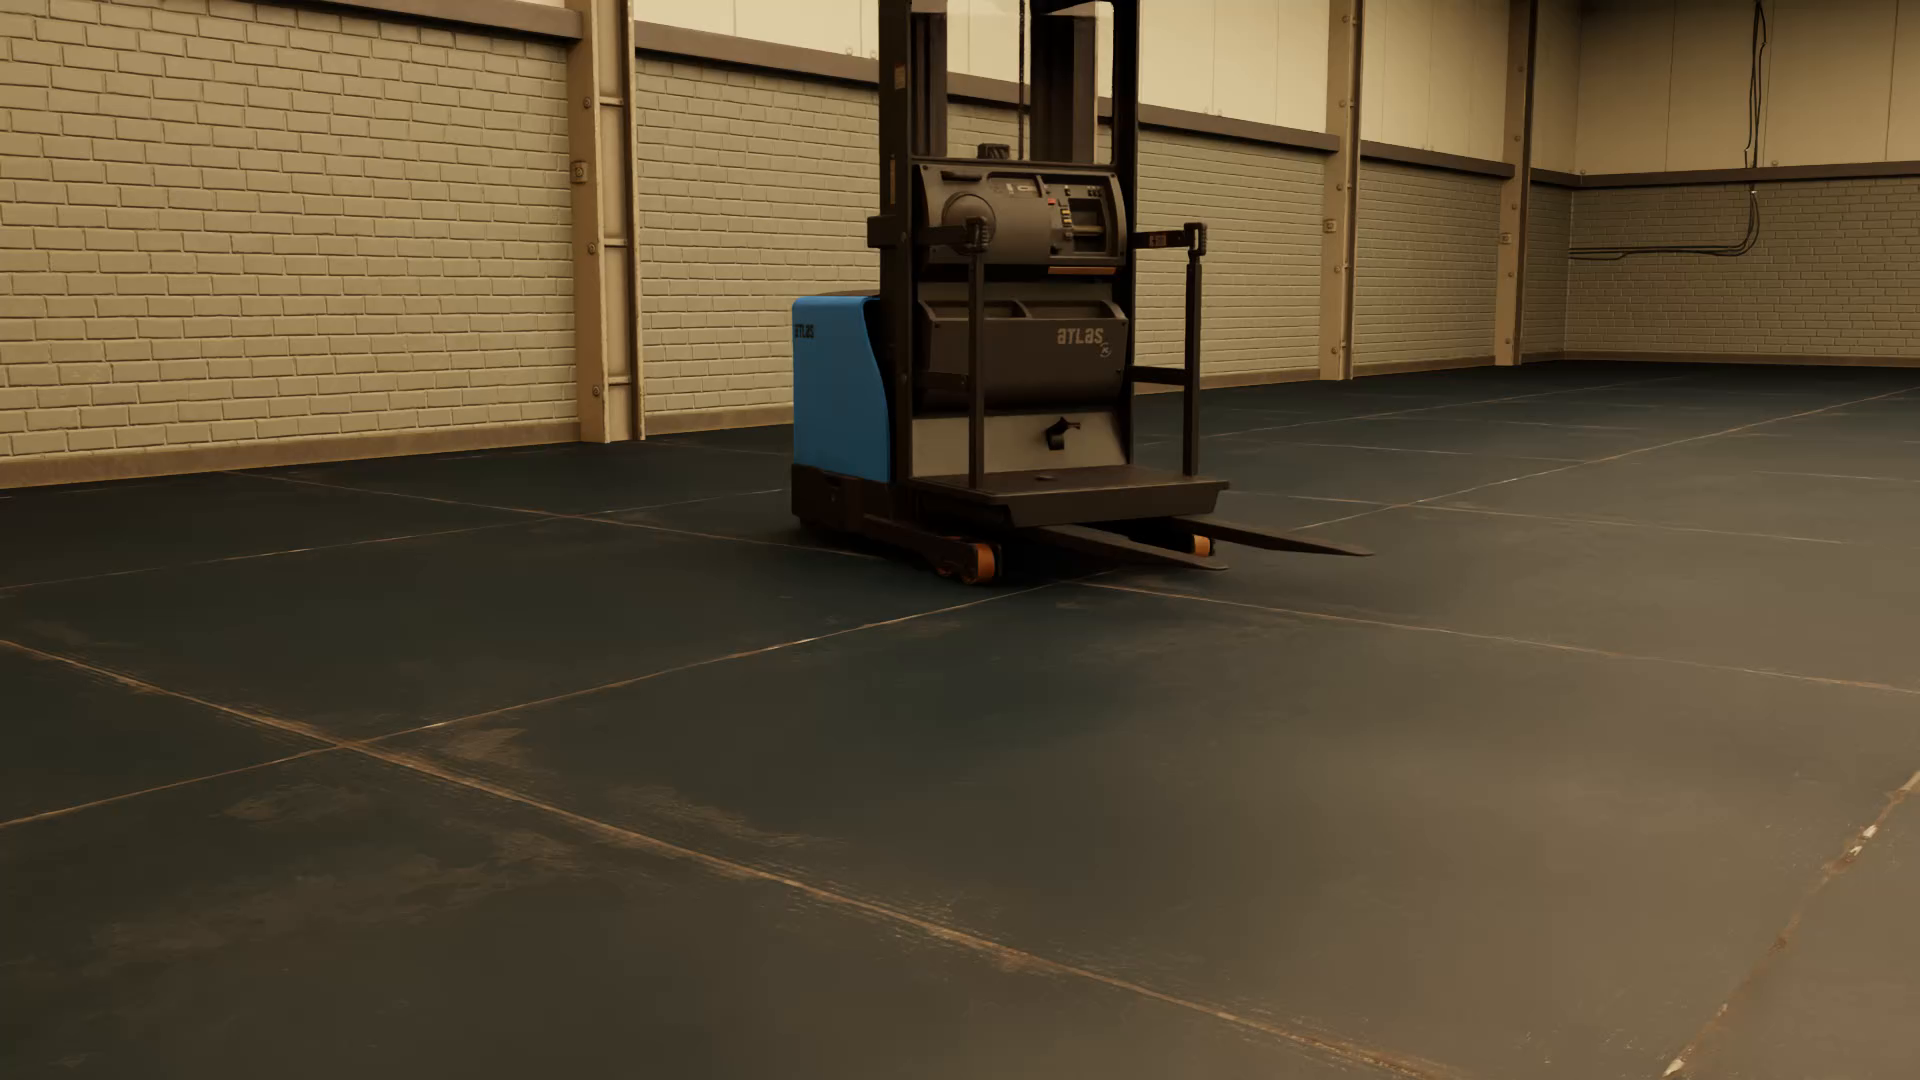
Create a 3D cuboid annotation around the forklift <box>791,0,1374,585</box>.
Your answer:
[{"bbox_3d":[0.366,-1.354,6.533,1.130,2.935,3.031,-5,9,-28],"label":"forklift"}]
